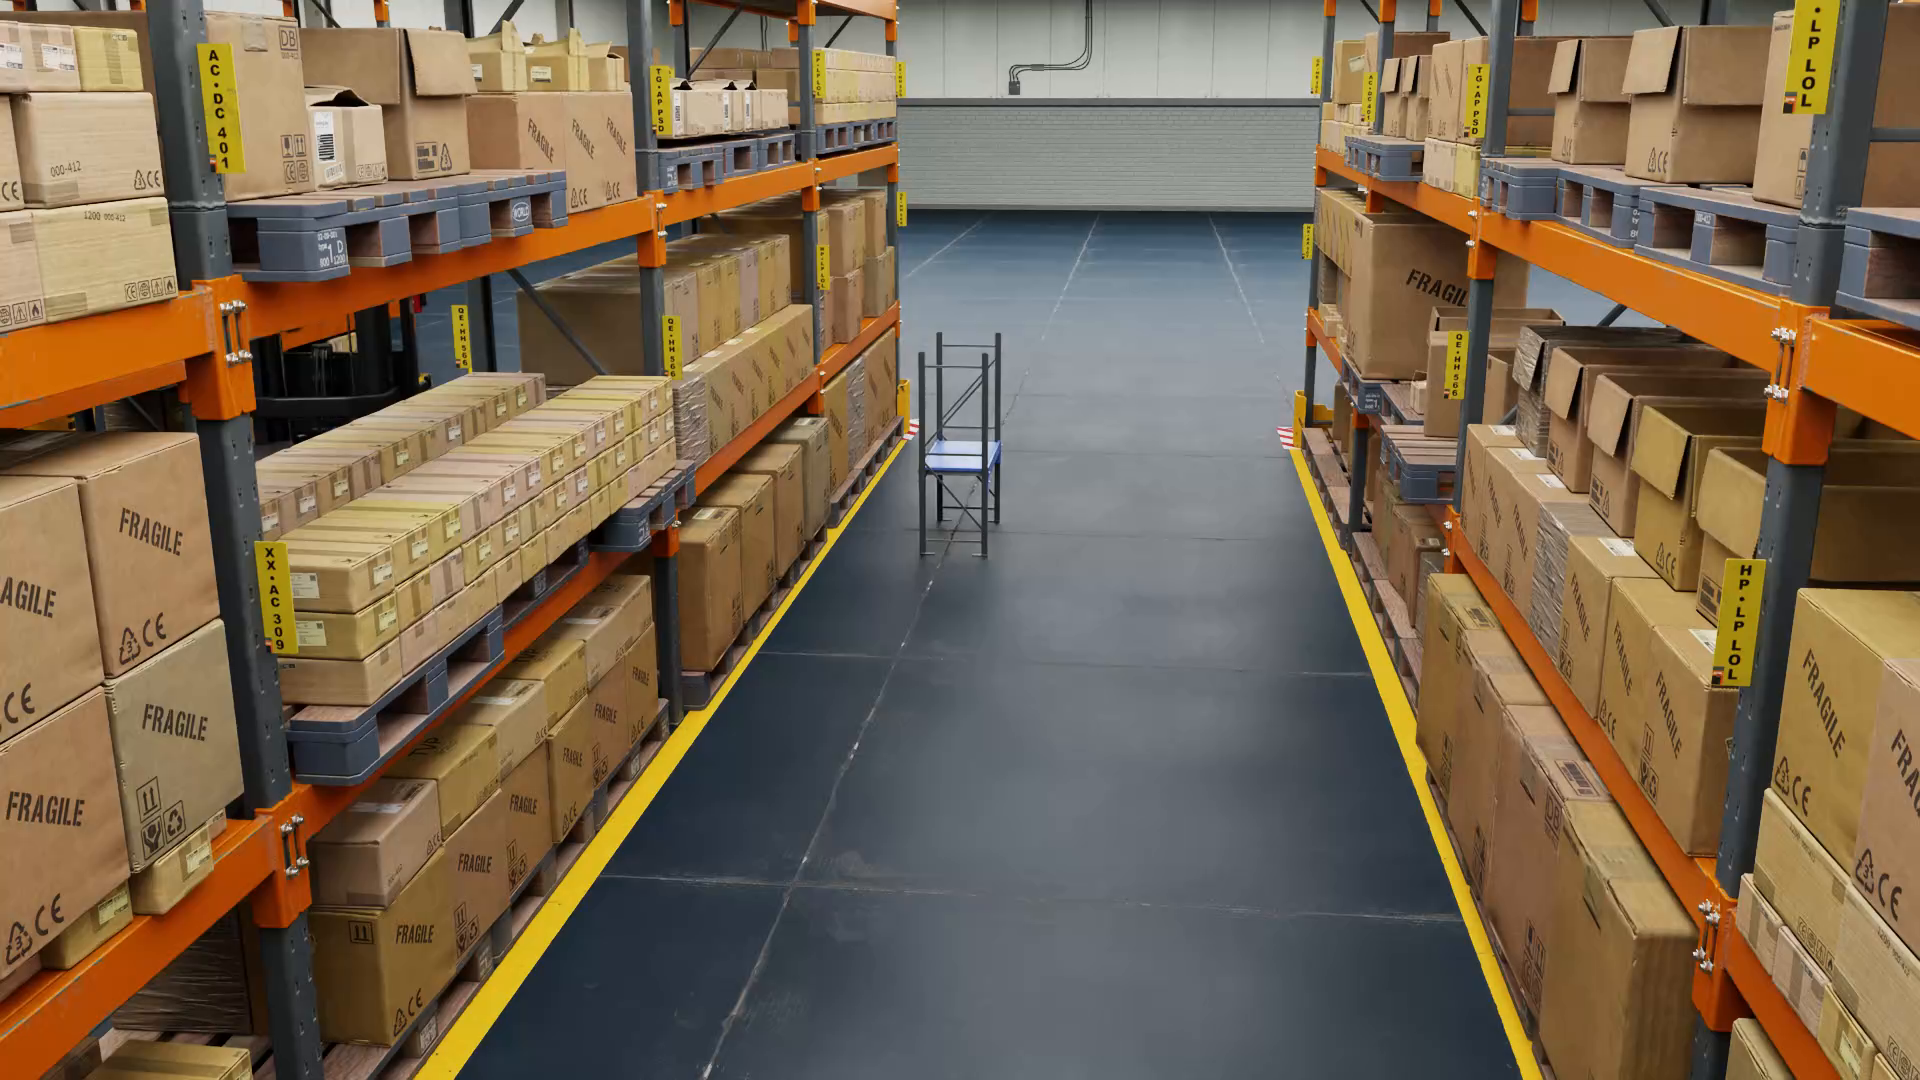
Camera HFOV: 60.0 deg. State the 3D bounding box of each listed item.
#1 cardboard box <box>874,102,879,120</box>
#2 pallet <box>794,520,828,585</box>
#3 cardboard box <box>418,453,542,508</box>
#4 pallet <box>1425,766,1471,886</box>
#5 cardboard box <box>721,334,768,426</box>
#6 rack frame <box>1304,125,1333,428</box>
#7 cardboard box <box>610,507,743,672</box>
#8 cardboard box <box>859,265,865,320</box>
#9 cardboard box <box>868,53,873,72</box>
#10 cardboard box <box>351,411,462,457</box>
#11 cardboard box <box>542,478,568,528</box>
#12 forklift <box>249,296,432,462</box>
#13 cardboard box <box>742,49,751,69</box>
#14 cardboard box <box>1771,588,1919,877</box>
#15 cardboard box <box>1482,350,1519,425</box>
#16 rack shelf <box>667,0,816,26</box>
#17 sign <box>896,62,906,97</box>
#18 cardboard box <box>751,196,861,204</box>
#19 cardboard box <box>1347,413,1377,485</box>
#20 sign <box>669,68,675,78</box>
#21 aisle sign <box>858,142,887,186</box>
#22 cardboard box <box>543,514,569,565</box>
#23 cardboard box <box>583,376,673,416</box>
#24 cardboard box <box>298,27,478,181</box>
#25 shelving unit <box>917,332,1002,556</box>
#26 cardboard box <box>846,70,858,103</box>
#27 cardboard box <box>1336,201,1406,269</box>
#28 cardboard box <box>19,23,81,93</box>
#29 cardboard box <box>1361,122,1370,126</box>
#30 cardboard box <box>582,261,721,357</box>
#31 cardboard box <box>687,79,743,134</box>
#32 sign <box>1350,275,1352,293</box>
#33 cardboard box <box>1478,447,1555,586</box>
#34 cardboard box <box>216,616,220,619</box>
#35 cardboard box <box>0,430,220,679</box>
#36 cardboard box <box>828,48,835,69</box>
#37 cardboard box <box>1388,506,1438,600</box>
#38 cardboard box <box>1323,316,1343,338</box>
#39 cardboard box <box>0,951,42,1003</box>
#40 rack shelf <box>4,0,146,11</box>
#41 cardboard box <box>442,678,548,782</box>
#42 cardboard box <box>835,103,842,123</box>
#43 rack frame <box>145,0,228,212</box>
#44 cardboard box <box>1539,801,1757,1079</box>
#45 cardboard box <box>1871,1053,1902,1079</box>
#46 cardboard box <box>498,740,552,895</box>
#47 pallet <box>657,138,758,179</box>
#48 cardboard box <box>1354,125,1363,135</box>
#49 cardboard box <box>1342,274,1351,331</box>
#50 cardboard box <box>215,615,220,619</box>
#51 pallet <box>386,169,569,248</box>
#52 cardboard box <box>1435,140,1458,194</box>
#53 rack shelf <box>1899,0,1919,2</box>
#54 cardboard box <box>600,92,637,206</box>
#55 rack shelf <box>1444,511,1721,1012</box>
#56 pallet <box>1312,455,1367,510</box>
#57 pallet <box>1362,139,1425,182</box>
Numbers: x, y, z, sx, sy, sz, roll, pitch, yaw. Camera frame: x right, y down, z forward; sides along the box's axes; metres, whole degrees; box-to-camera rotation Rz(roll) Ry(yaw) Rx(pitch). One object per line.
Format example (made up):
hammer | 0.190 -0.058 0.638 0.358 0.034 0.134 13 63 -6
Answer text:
cardboard box | -0.919 -3.763 14.572 0.380 0.149 0.250 1 15 5
pallet | -1.567 0.040 12.110 1.003 0.211 1.213 2 15 6
cardboard box | -1.811 -0.226 6.289 0.380 0.149 0.250 2 15 8
pallet | 2.747 1.250 7.637 1.003 0.211 1.213 2 15 6
cardboard box | -1.517 -1.020 10.495 0.500 0.500 0.500 2 15 6
rack frame | 3.813 -2.374 15.694 1.000 3.000 0.127 2 15 6
cardboard box | -1.848 0.257 9.471 1.050 0.750 0.750 1 15 5
cardboard box | -1.329 -2.236 14.897 0.875 0.550 0.550 2 15 6
cardboard box | -0.948 -4.082 14.221 0.380 0.149 0.250 1 15 5
cardboard box | -2.370 -0.453 7.129 0.380 0.149 0.250 2 15 9
cardboard box | -1.782 -0.153 6.588 0.380 0.149 0.250 1 15 5
forklift | -4.230 -1.182 11.418 1.130 2.935 3.031 -1 15 -5
cardboard box | -1.802 -3.641 12.592 0.380 0.149 0.250 2 15 6
cardboard box | 2.151 0.422 3.635 0.500 0.500 0.500 2 15 6
cardboard box | 2.932 -0.691 8.475 0.500 0.500 0.500 0 15 -1
rack shelf | -1.781 -3.345 9.939 1.077 0.370 4.000 2 15 6
sign | -0.566 -4.364 15.762 0.100 0.325 0.005 2 15 6
cardboard box | -1.352 -2.758 14.759 0.875 0.550 0.550 2 15 6
cardboard box | 3.496 -0.747 13.662 0.500 0.500 0.500 0 15 1
sign | -2.107 -3.260 12.084 0.100 0.325 0.005 2 15 6
aisle sign | -0.797 -3.810 16.027 0.394 0.787 0.004 2 15 6
cardboard box | -1.783 -0.008 6.621 0.380 0.149 0.250 1 15 4
cardboard box | -1.606 -0.699 8.038 0.380 0.149 0.250 1 15 4
cardboard box | -2.153 -1.531 5.829 0.797 0.503 0.637 1 15 6
shelving unit | 0.010 -0.746 12.548 0.538 1.500 1.048 2 15 6
cardboard box | -1.110 -3.659 13.422 0.500 0.250 0.500 2 15 6
cardboard box | 3.252 -2.395 13.096 0.500 0.500 0.500 2 15 6
cardboard box | -2.241 -1.085 3.747 0.380 0.149 0.250 2 15 8
cardboard box | 3.175 -3.131 12.273 0.380 0.149 0.250 1 15 3
cardboard box | -1.834 -1.383 9.921 0.700 0.500 0.500 1 15 5
cardboard box | -1.592 -2.571 9.853 0.500 0.311 0.500 1 15 5
sign | 2.822 -1.768 11.796 0.100 0.325 0.005 2 15 6
cardboard box | 2.530 -0.095 7.076 0.500 0.500 0.500 1 15 5
cardboard box | -2.581 0.309 5.451 0.380 0.149 0.250 2 15 7
cardboard box | -2.242 0.022 4.158 0.500 0.500 0.500 1 15 4
cardboard box | -1.148 -3.622 12.521 0.380 0.149 0.250 2 15 6
cardboard box | 3.136 0.085 10.547 0.700 0.500 0.500 0 15 1
cardboard box | 3.279 -1.799 14.051 0.380 0.149 0.250 2 15 6
cardboard box | -2.365 0.971 3.806 0.380 0.149 0.250 1 15 5
rack shelf | -6.710 -3.465 10.381 1.077 0.370 4.000 2 15 6
cardboard box | -1.992 0.754 6.674 0.500 0.250 0.500 2 15 8
cardboard box | -1.119 -3.303 12.868 0.380 0.149 0.250 2 15 6
rack frame | -2.458 -2.330 4.038 1.000 3.000 0.127 2 15 6
cardboard box | 2.512 1.395 5.022 1.225 0.875 0.875 2 15 6
cardboard box | 2.009 1.132 3.212 0.380 0.149 0.250 1 15 5
cardboard box | -2.007 1.113 6.784 0.500 0.500 0.500 2 15 7
pallet | -1.863 -2.287 9.987 1.003 0.211 1.213 2 15 9
cardboard box | 3.223 -2.973 12.451 0.500 0.250 0.500 2 15 8
cardboard box | 3.522 -1.904 13.197 0.875 0.500 0.500 2 15 6
cardboard box | -2.580 0.164 5.416 0.380 0.149 0.250 2 15 7
pallet | -2.168 -1.217 6.030 1.213 0.211 1.003 2 15 6
cardboard box | 2.763 -1.934 8.609 0.500 0.250 0.500 2 15 6
rack shelf | 8.509 -4.065 12.599 1.077 0.370 4.000 2 15 6
cardboard box | -1.818 -1.812 7.678 0.500 0.500 0.500 2 15 6
rack shelf | 2.685 0.567 6.196 1.077 0.370 4.000 2 15 6
pallet | 3.538 -0.483 14.043 1.003 0.211 1.213 2 15 6
pallet | 3.073 -2.268 9.915 1.213 0.211 1.003 2 15 6
